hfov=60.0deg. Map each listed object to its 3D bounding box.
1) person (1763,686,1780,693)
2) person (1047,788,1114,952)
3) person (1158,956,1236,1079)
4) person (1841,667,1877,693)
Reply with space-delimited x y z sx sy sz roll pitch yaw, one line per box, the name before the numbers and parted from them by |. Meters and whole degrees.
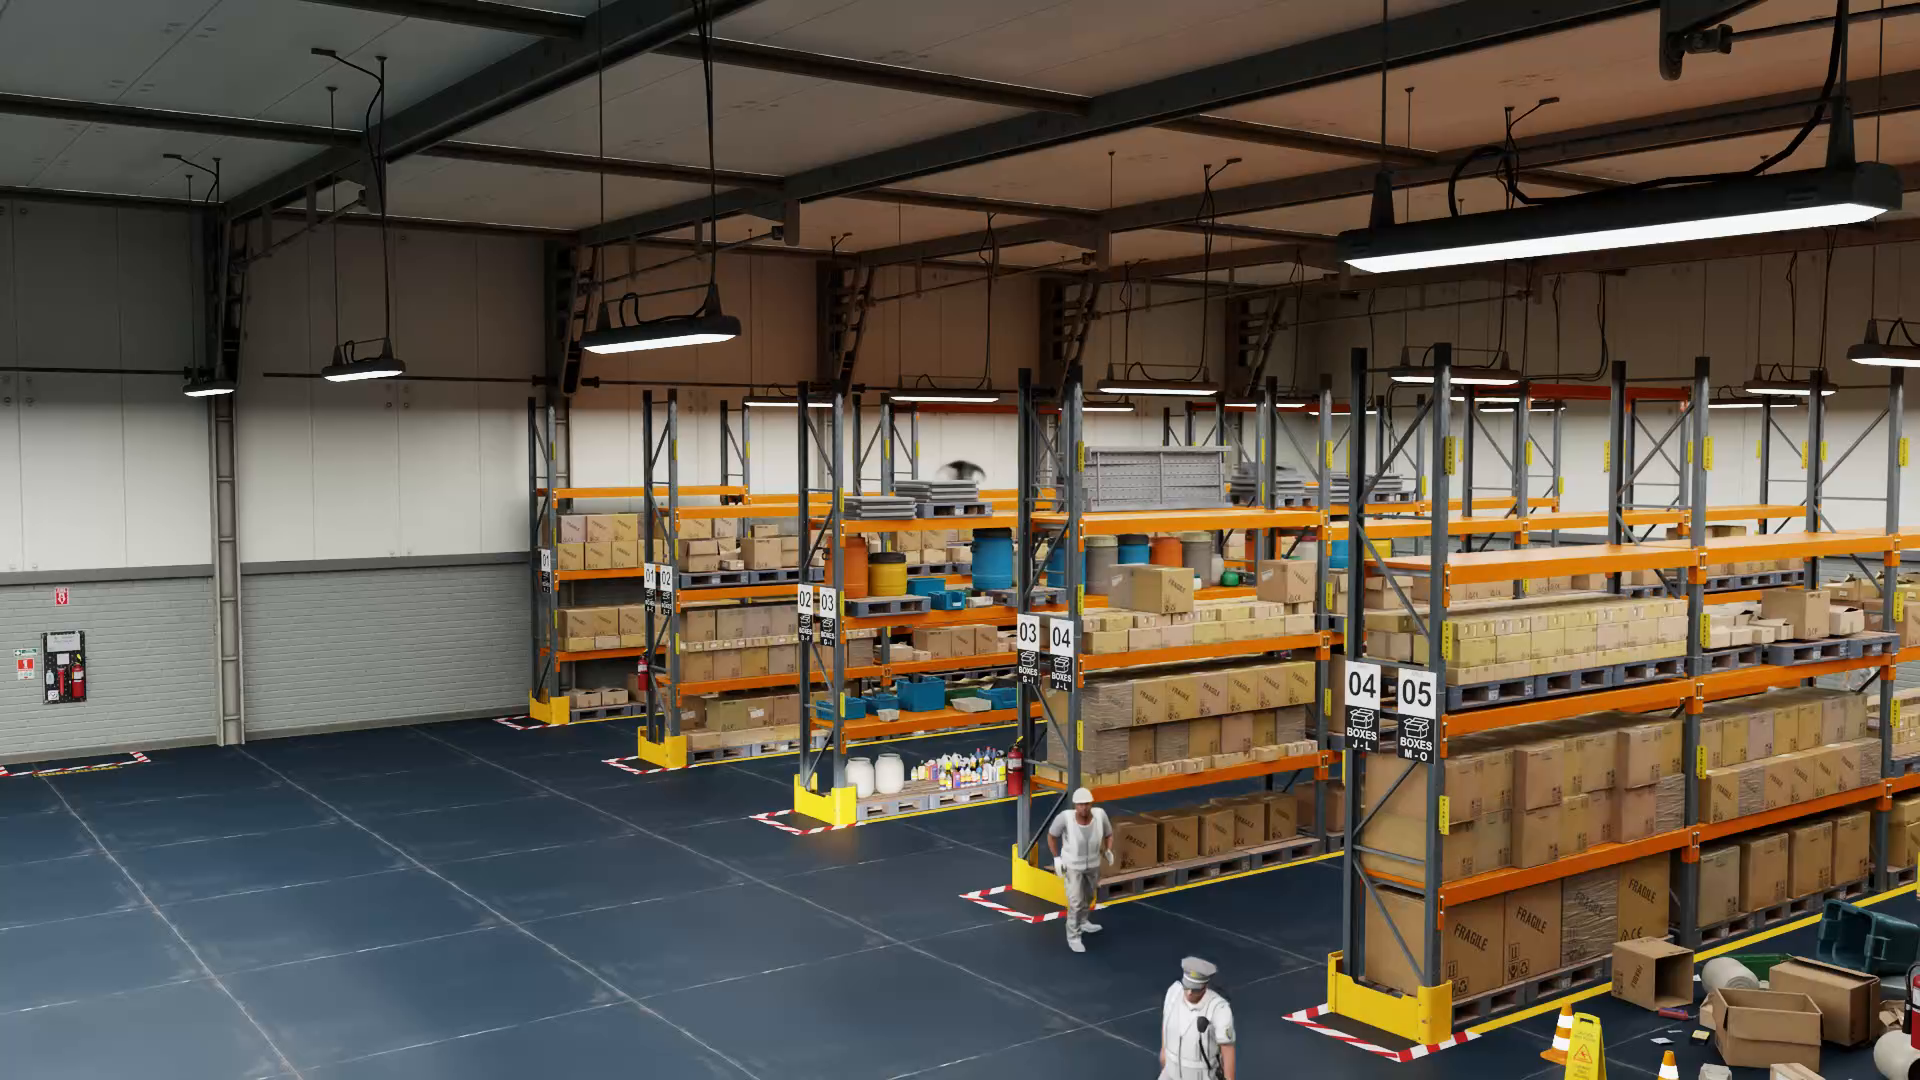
person | 11.764 2.942 24.030 0.494 1.676 0.801 3 5 45
person | 1.248 3.319 16.971 0.719 1.698 0.919 -1 4 -22
person | 1.616 3.645 11.463 0.821 1.667 0.655 3 4 38
person | 15.866 2.646 29.317 0.809 1.547 0.578 -2 4 -34
